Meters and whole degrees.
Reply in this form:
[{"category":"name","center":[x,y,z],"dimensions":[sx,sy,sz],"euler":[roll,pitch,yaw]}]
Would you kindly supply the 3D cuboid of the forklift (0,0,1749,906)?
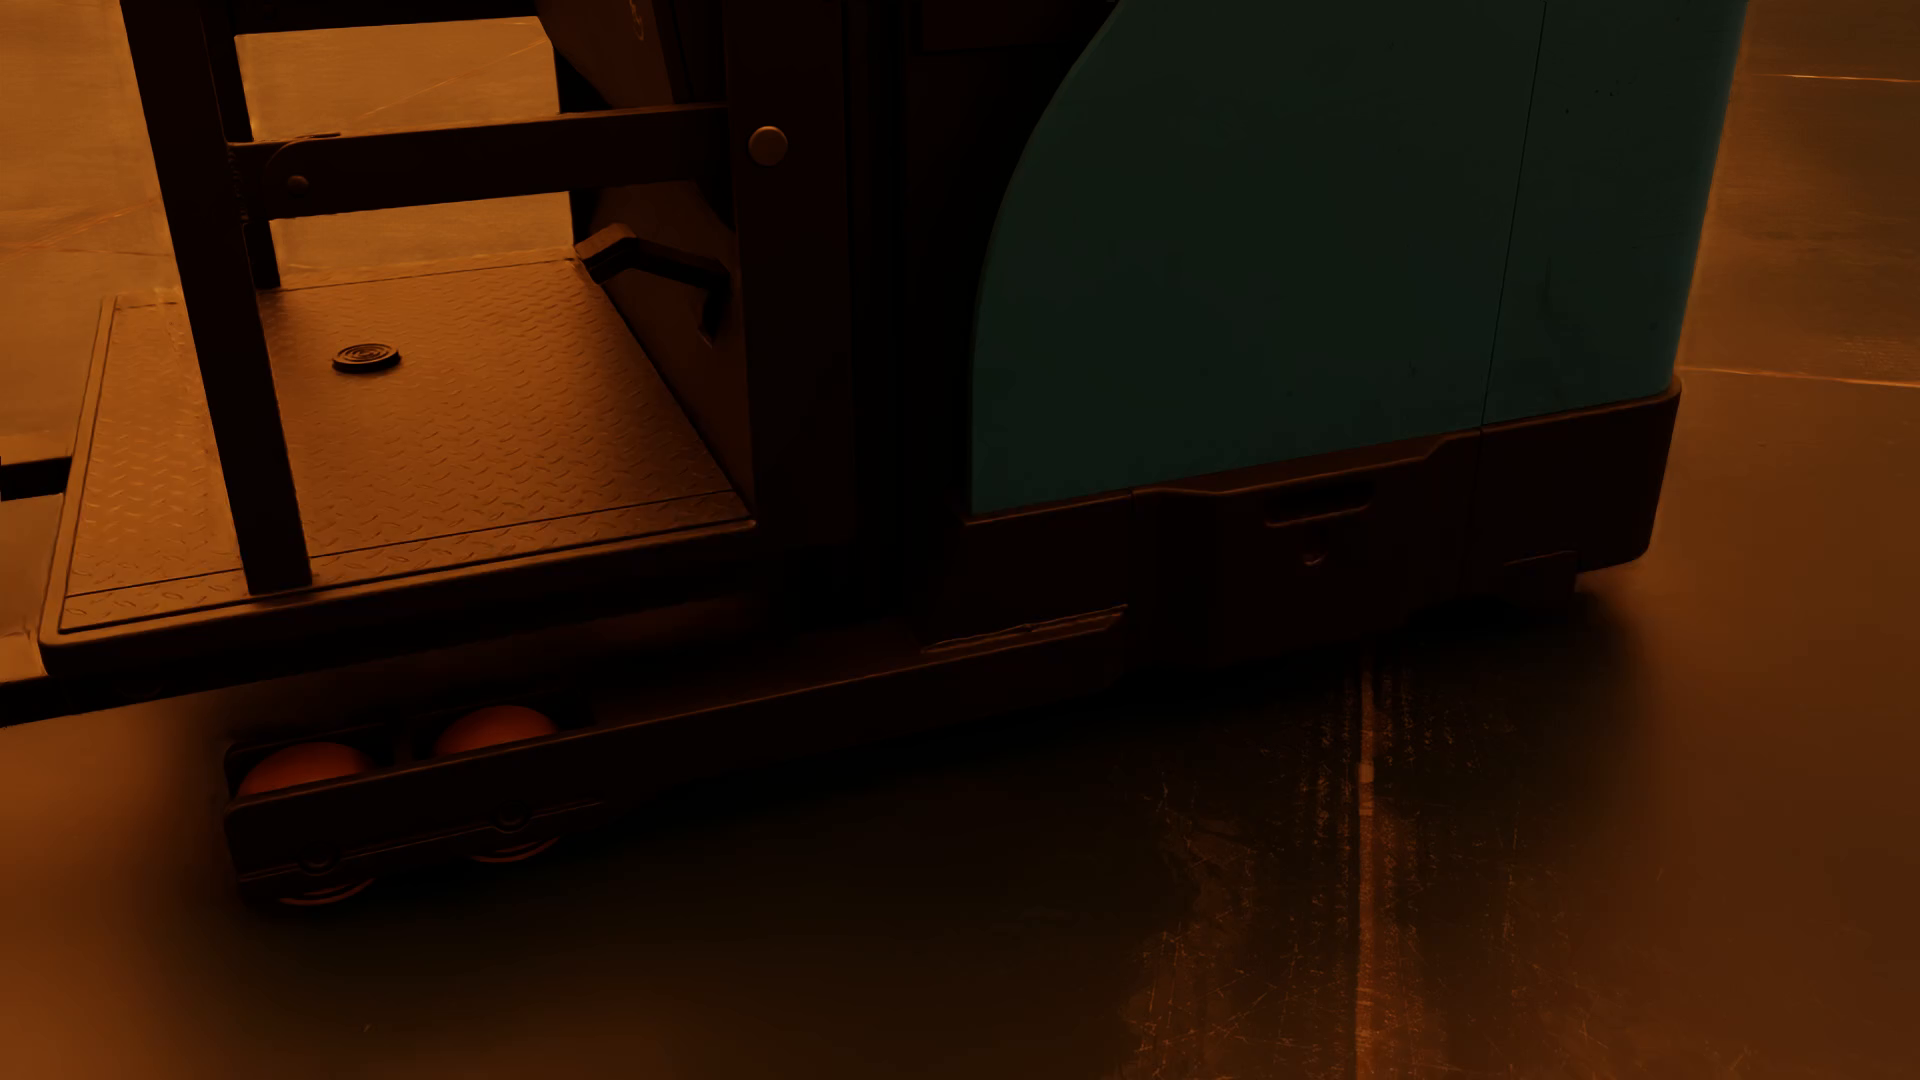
[{"category":"forklift","center":[-0.597,-1.196,1.617],"dimensions":[3.031,2.935,1.130],"euler":[-10,29,-19]}]
